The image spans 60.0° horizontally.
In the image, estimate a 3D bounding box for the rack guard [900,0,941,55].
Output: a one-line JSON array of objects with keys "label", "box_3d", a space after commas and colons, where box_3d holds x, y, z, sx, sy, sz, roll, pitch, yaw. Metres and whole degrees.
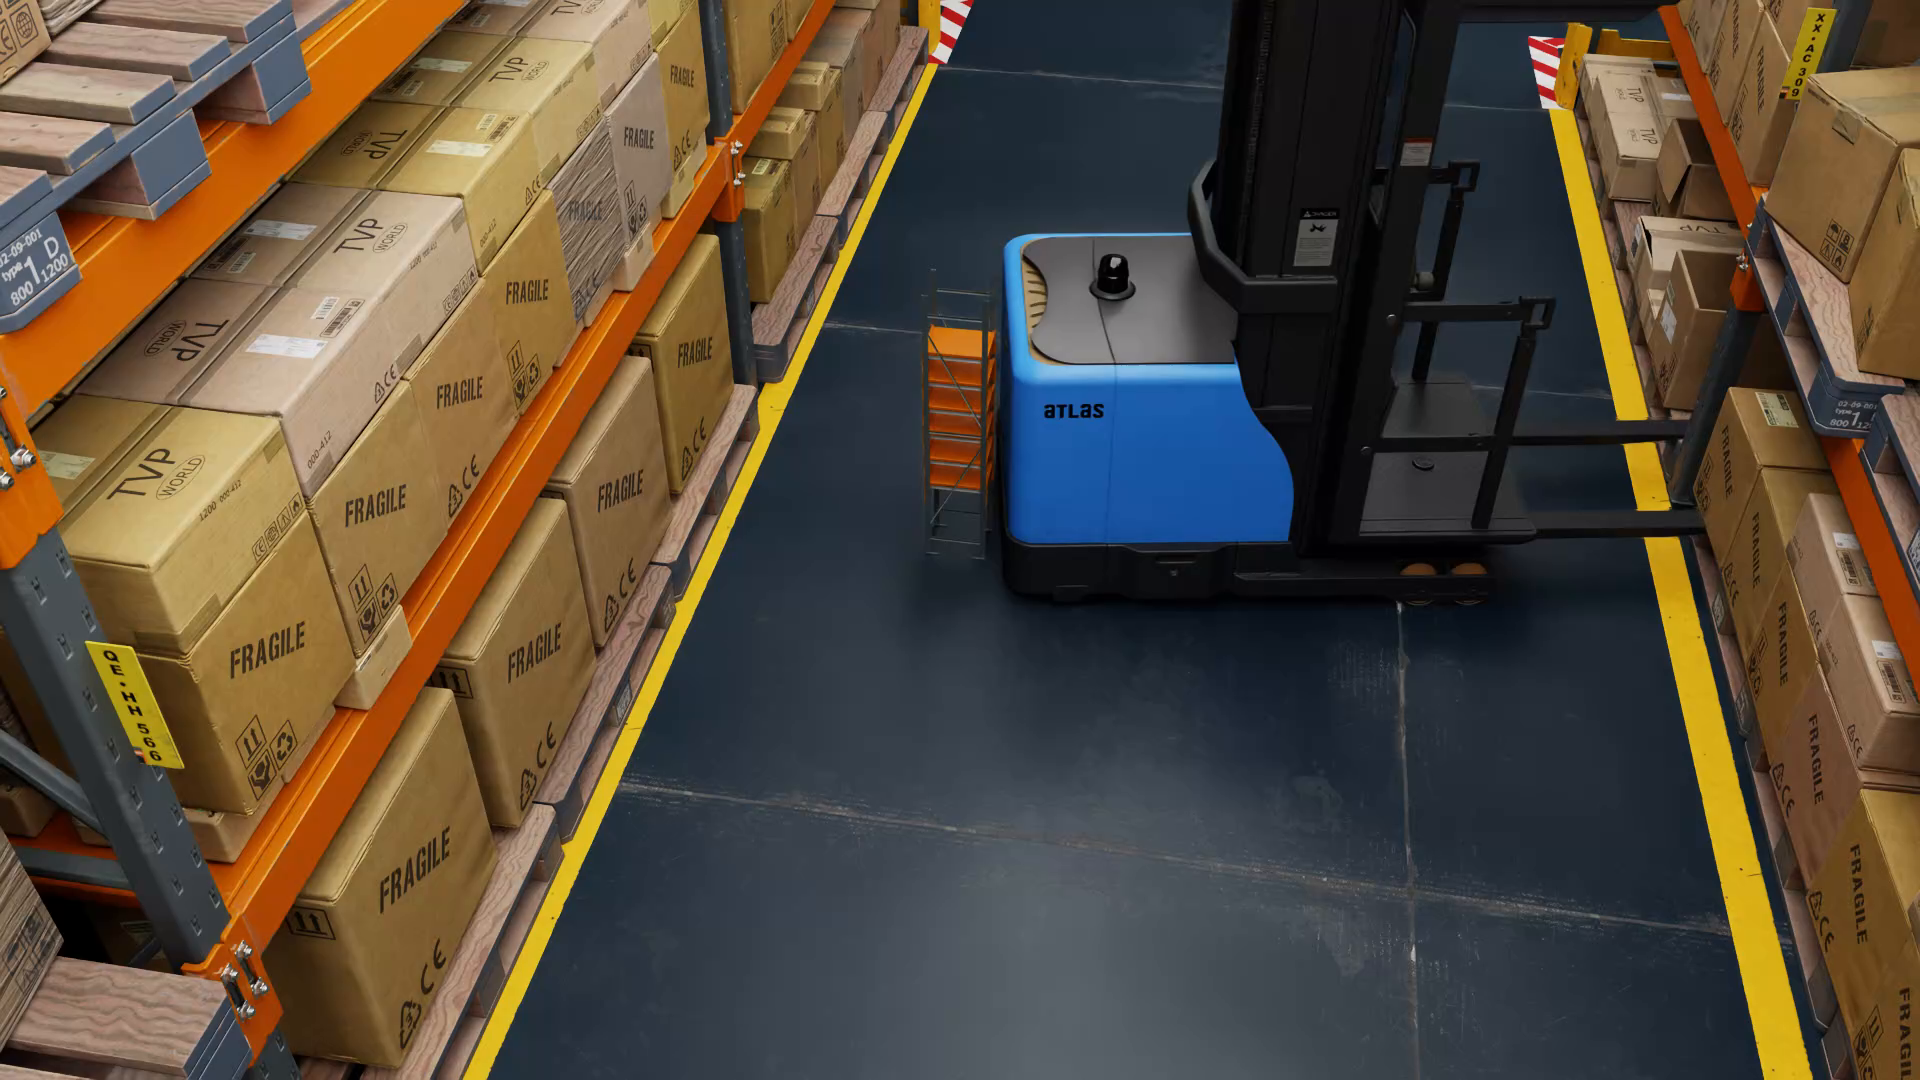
[{"label": "rack guard", "box_3d": [-0.719, -3.393, 10.461, 1.175, 0.500, 0.348, 6, 40, 8]}]

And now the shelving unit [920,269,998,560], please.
[{"label": "shelving unit", "box_3d": [-0.002, -0.453, 6.357, 0.258, 1.200, 0.189, 6, 40, 8]}]

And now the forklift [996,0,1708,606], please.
[{"label": "forklift", "box_3d": [1.677, -1.216, 5.920, 3.031, 2.935, 1.130, -1, 40, -1]}]

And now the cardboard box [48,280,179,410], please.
[{"label": "cardboard box", "box_3d": [-2.191, -0.408, 3.974, 0.500, 0.250, 0.500, 5, 40, 6]}]

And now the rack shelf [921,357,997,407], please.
[{"label": "rack shelf", "box_3d": [-0.002, -0.604, 6.232, 0.258, 0.103, 0.180, 6, 40, 8]}]

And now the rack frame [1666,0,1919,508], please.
[{"label": "rack frame", "box_3d": [3.465, -1.287, 5.952, 1.000, 3.000, 0.127, 6, 40, 8]}]

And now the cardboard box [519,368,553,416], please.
[{"label": "cardboard box", "box_3d": [-1.515, -0.540, 5.231, 0.380, 0.149, 0.250, 8, 40, 9]}]

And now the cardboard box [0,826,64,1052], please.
[{"label": "cardboard box", "box_3d": [-2.179, 0.768, 3.044, 0.700, 0.500, 0.500, 2, 40, 2]}]

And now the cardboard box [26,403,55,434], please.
[{"label": "cardboard box", "box_3d": [-2.284, -0.084, 3.581, 0.500, 0.250, 0.500, 7, 40, 9]}]

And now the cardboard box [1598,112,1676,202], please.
[{"label": "cardboard box", "box_3d": [3.610, -1.970, 8.591, 0.500, 0.250, 0.500, 6, 40, 8]}]

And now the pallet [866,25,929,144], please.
[{"label": "pallet", "box_3d": [-0.784, -2.756, 9.918, 1.003, 0.211, 1.213, 6, 40, 8]}]

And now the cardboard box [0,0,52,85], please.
[{"label": "cardboard box", "box_3d": [-2.081, -0.990, 2.815, 0.700, 0.500, 0.500, 3, 40, 4]}]

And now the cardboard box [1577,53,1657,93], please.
[{"label": "cardboard box", "box_3d": [3.746, -2.643, 9.485, 0.380, 0.149, 0.250, 6, 40, 8]}]

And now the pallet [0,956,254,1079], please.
[{"label": "pallet", "box_3d": [-2.125, 1.212, 3.080, 1.213, 0.211, 1.003, 6, 40, 8]}]

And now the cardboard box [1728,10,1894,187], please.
[{"label": "cardboard box", "box_3d": [3.298, -1.667, 6.334, 0.500, 0.500, 0.500, 7, 40, 8]}]

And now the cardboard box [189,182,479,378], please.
[{"label": "cardboard box", "box_3d": [-1.600, -0.678, 4.300, 0.500, 0.250, 0.500, 7, 40, 8]}]

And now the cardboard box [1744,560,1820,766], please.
[{"label": "cardboard box", "box_3d": [2.966, 0.432, 5.489, 0.500, 0.500, 0.500, 7, 40, 8]}]

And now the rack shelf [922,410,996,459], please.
[{"label": "rack shelf", "box_3d": [-0.002, -0.419, 6.385, 0.258, 0.103, 0.180, 6, 40, 8]}]

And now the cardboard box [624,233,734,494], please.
[{"label": "cardboard box", "box_3d": [-1.399, -0.742, 6.651, 0.750, 0.750, 0.750, 7, 40, 8]}]

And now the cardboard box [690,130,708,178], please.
[{"label": "cardboard box", "box_3d": [-1.195, -1.498, 6.390, 0.380, 0.149, 0.250, 7, 40, 8]}]

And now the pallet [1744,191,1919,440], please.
[{"label": "pallet", "box_3d": [3.219, -0.723, 5.422, 1.003, 0.211, 1.213, 6, 40, 8]}]

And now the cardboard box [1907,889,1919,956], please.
[{"label": "cardboard box", "box_3d": [2.709, 1.080, 4.118, 0.500, 0.250, 0.500, 8, 40, 9]}]

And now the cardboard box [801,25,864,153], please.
[{"label": "cardboard box", "box_3d": [-0.918, -2.460, 9.003, 0.700, 0.500, 0.500, 5, 40, 6]}]

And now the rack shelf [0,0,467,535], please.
[{"label": "rack shelf", "box_3d": [-1.761, -1.454, 4.366, 1.077, 0.370, 4.000, 6, 40, 8]}]

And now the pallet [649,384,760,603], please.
[{"label": "pallet", "box_3d": [-1.474, -0.264, 6.903, 1.003, 0.211, 1.213, 6, 40, 8]}]

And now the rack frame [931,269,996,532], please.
[{"label": "rack frame", "box_3d": [0.013, -0.511, 6.426, 0.240, 1.200, 0.006, 6, 40, 8]}]

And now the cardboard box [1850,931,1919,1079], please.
[{"label": "cardboard box", "box_3d": [2.703, 1.404, 4.314, 0.500, 0.500, 0.500, 8, 40, 9]}]

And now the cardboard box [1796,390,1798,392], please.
[{"label": "cardboard box", "box_3d": [3.750, -0.660, 6.959, 0.500, 0.311, 0.500, 6, 40, 8]}]

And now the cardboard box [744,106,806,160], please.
[{"label": "cardboard box", "box_3d": [-0.946, -1.932, 7.856, 0.380, 0.149, 0.250, 8, 40, 9]}]

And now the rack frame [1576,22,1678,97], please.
[{"label": "rack frame", "box_3d": [4.157, -3.797, 8.989, 1.000, 3.000, 0.127, 6, 40, 8]}]

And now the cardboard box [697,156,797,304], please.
[{"label": "cardboard box", "box_3d": [-1.185, -1.487, 7.827, 0.700, 0.500, 0.500, 7, 40, 8]}]

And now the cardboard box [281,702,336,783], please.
[{"label": "cardboard box", "box_3d": [-1.770, 0.430, 4.057, 0.380, 0.149, 0.250, 7, 40, 8]}]

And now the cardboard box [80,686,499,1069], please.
[{"label": "cardboard box", "box_3d": [-1.851, 0.899, 4.666, 0.750, 0.750, 0.750, 6, 40, 7]}]

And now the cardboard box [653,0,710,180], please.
[{"label": "cardboard box", "box_3d": [-1.247, -1.674, 6.093, 0.500, 0.500, 0.500, 6, 40, 7]}]

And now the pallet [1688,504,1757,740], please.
[{"label": "pallet", "box_3d": [3.361, 0.302, 6.219, 1.003, 0.211, 1.213, 6, 40, 8]}]

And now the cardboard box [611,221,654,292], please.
[{"label": "cardboard box", "box_3d": [-1.292, -1.007, 5.796, 0.380, 0.149, 0.250, 6, 40, 8]}]

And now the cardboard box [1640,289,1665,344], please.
[{"label": "cardboard box", "box_3d": [3.290, -0.989, 7.484, 0.380, 0.149, 0.250, 6, 40, 8]}]

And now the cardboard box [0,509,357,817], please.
[{"label": "cardboard box", "box_3d": [-1.771, 0.242, 3.776, 0.500, 0.500, 0.500, 8, 40, 9]}]

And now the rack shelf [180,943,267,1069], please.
[{"label": "rack shelf", "box_3d": [-2.453, 2.212, 2.285, 1.077, 0.370, 4.000, 6, 40, 8]}]

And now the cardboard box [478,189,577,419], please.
[{"label": "cardboard box", "box_3d": [-1.502, -0.725, 4.945, 0.500, 0.500, 0.500, 7, 40, 9]}]

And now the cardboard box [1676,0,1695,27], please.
[{"label": "cardboard box", "box_3d": [3.559, -2.634, 7.503, 0.500, 0.500, 0.500, 7, 40, 8]}]

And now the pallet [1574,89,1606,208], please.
[{"label": "pallet", "box_3d": [4.007, -2.174, 9.214, 1.003, 0.211, 1.213, 6, 40, 8]}]
